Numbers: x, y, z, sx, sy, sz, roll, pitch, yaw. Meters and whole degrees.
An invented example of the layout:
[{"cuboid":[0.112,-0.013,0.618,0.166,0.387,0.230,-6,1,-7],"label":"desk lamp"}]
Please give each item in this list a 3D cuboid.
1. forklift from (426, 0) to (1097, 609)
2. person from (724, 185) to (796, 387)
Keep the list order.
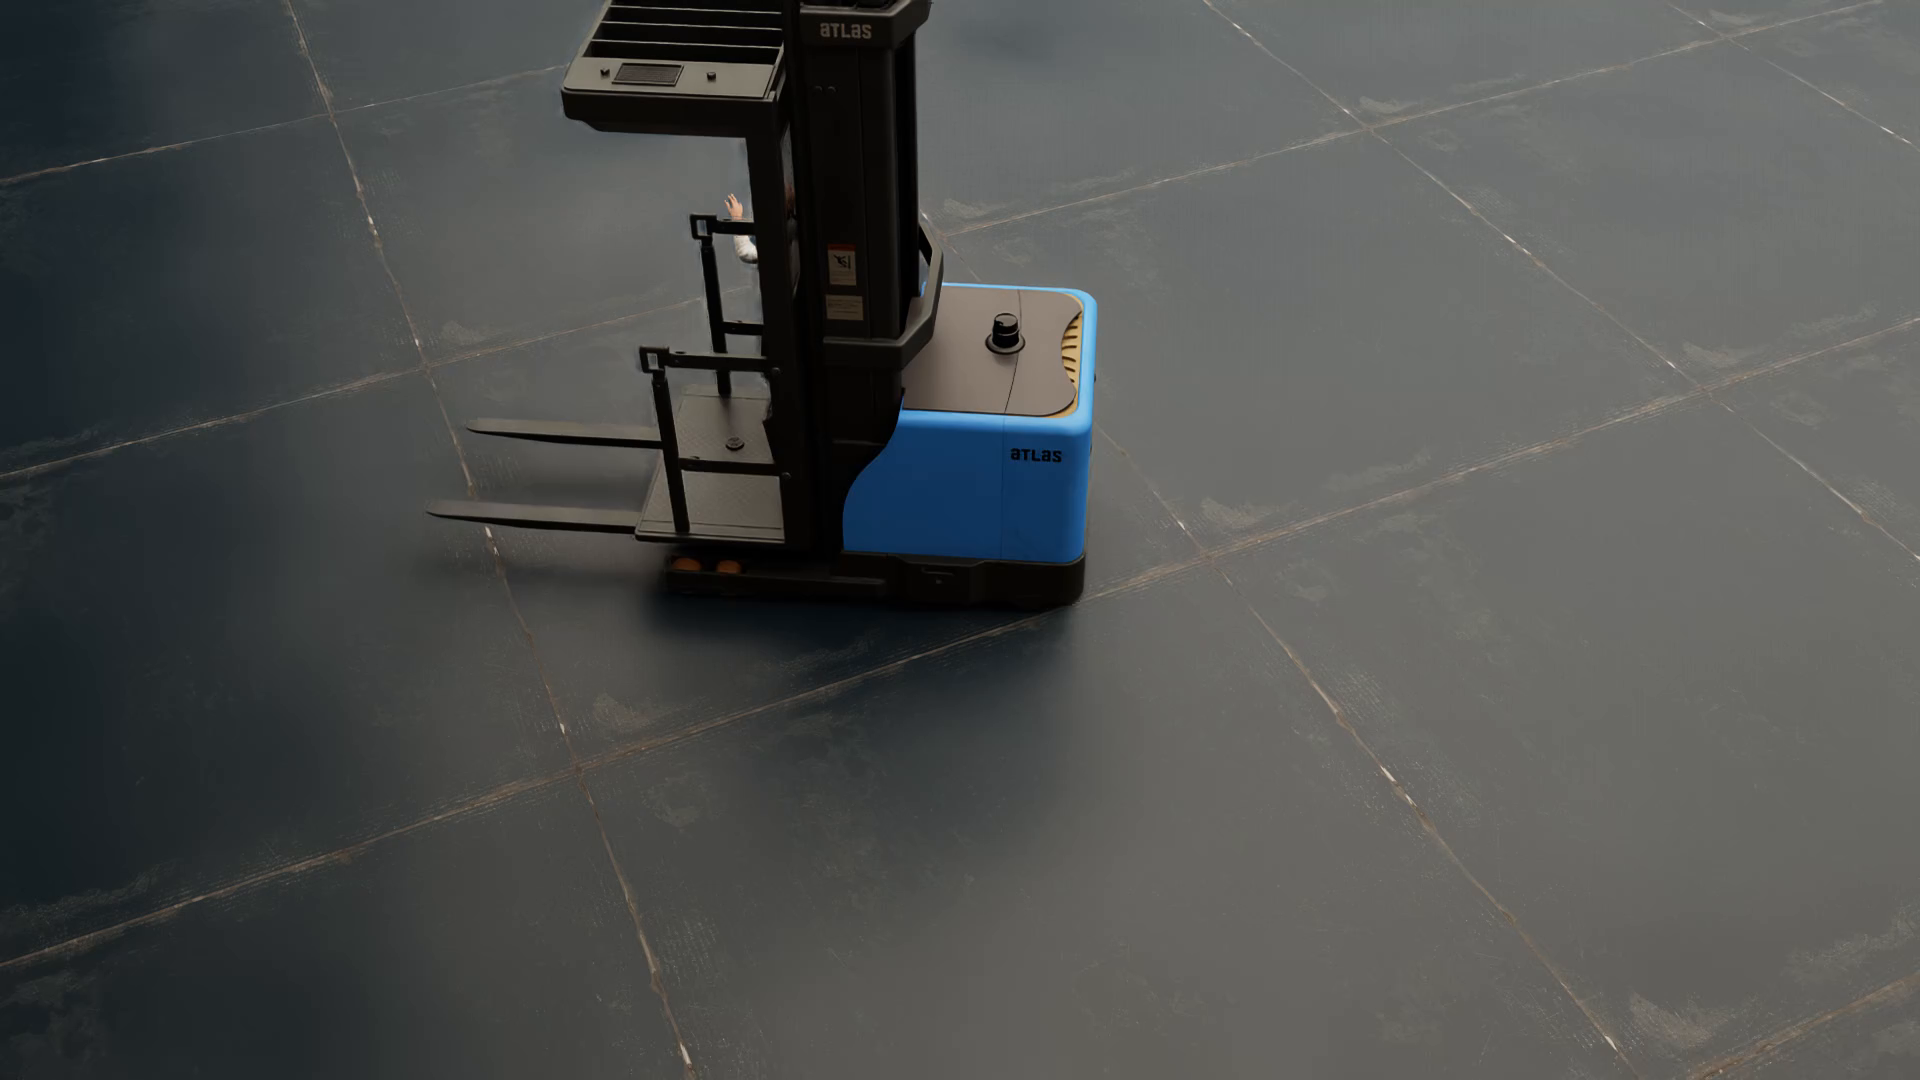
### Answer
[{"cuboid":[-0.918,-1.173,6.937,3.031,2.935,1.130,3,43,4],"label":"forklift"},{"cuboid":[-0.798,-1.285,8.198,0.928,1.118,1.030,-33,52,-30],"label":"person"}]
